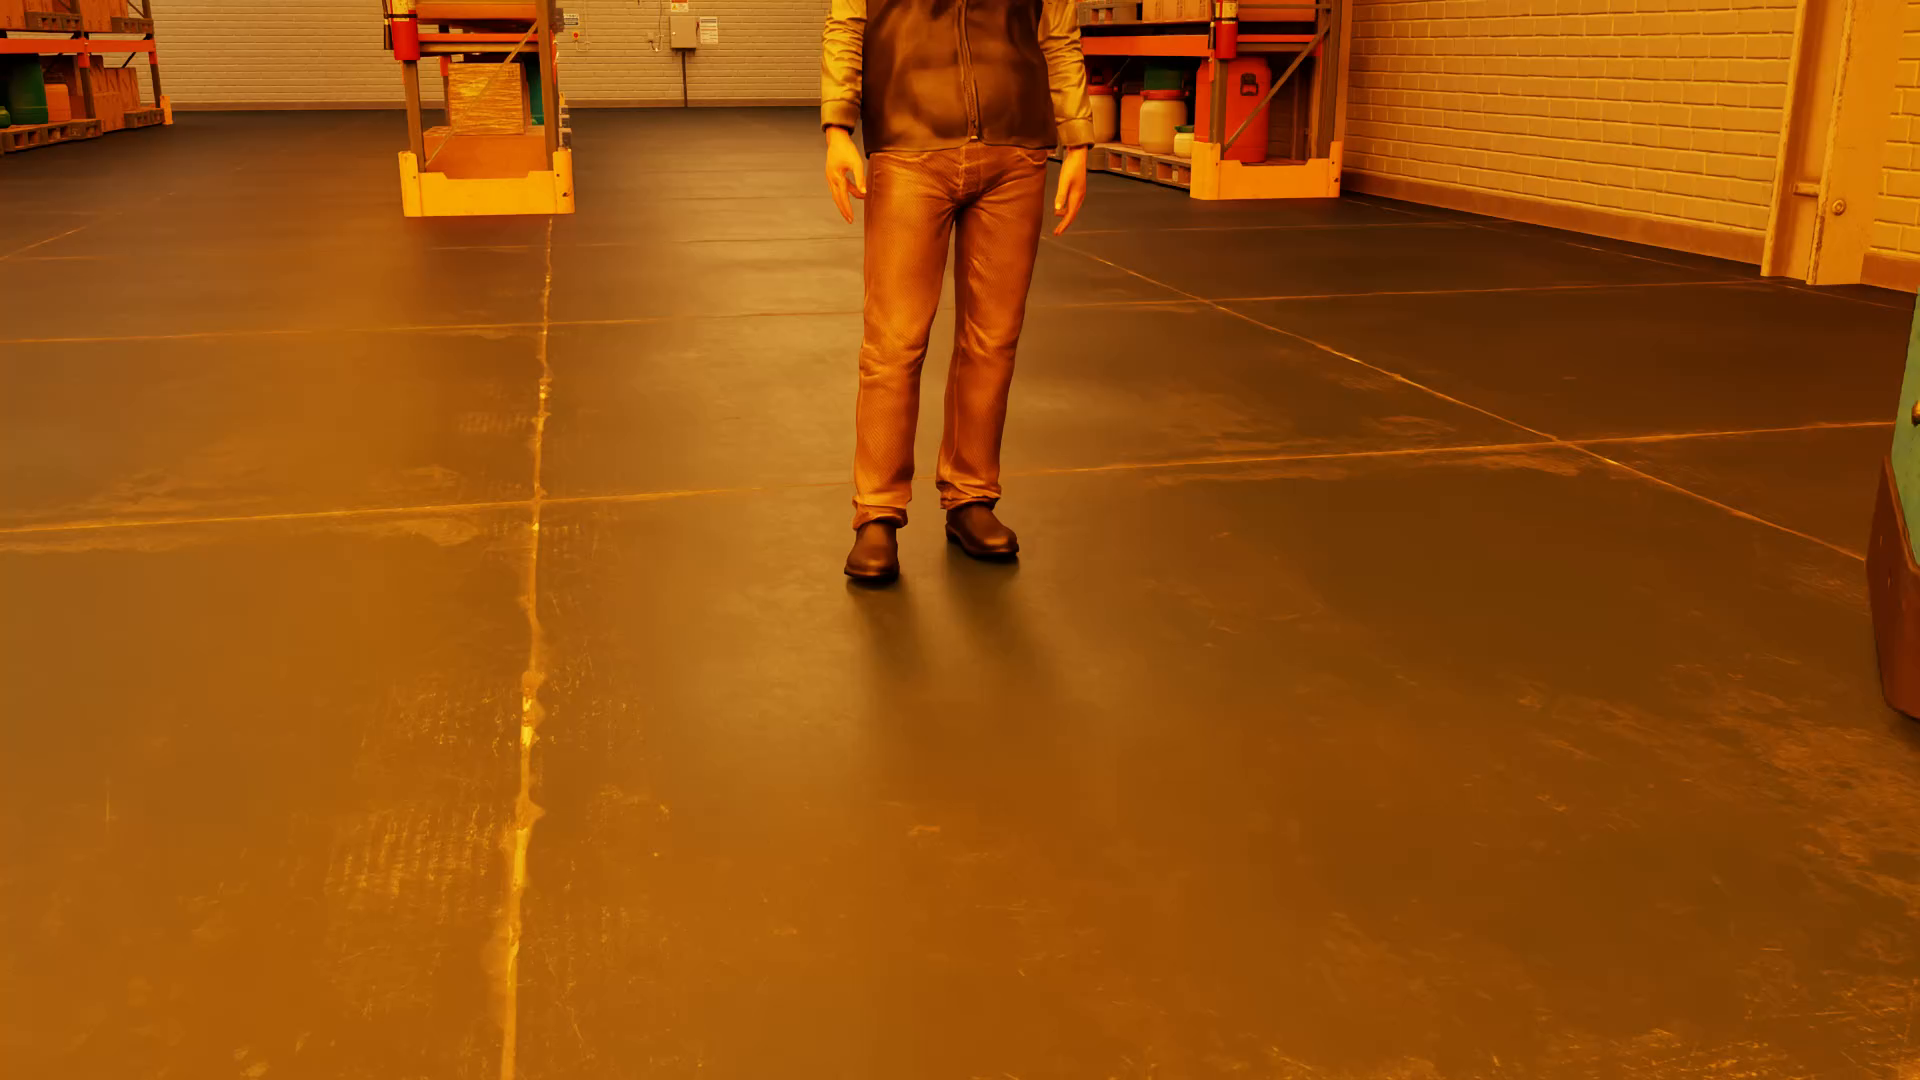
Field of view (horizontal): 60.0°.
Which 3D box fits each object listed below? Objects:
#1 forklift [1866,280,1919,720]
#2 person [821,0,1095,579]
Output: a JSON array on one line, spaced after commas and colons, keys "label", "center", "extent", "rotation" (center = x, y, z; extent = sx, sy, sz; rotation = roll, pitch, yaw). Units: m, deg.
[{"label": "forklift", "center": [3.132, -0.986, 2.187], "extent": [3.031, 2.935, 1.130], "rotation": [8, 18, 24]}, {"label": "person", "center": [0.007, -0.814, 3.708], "extent": [0.633, 1.722, 0.566], "rotation": [-4, 17, -12]}]
